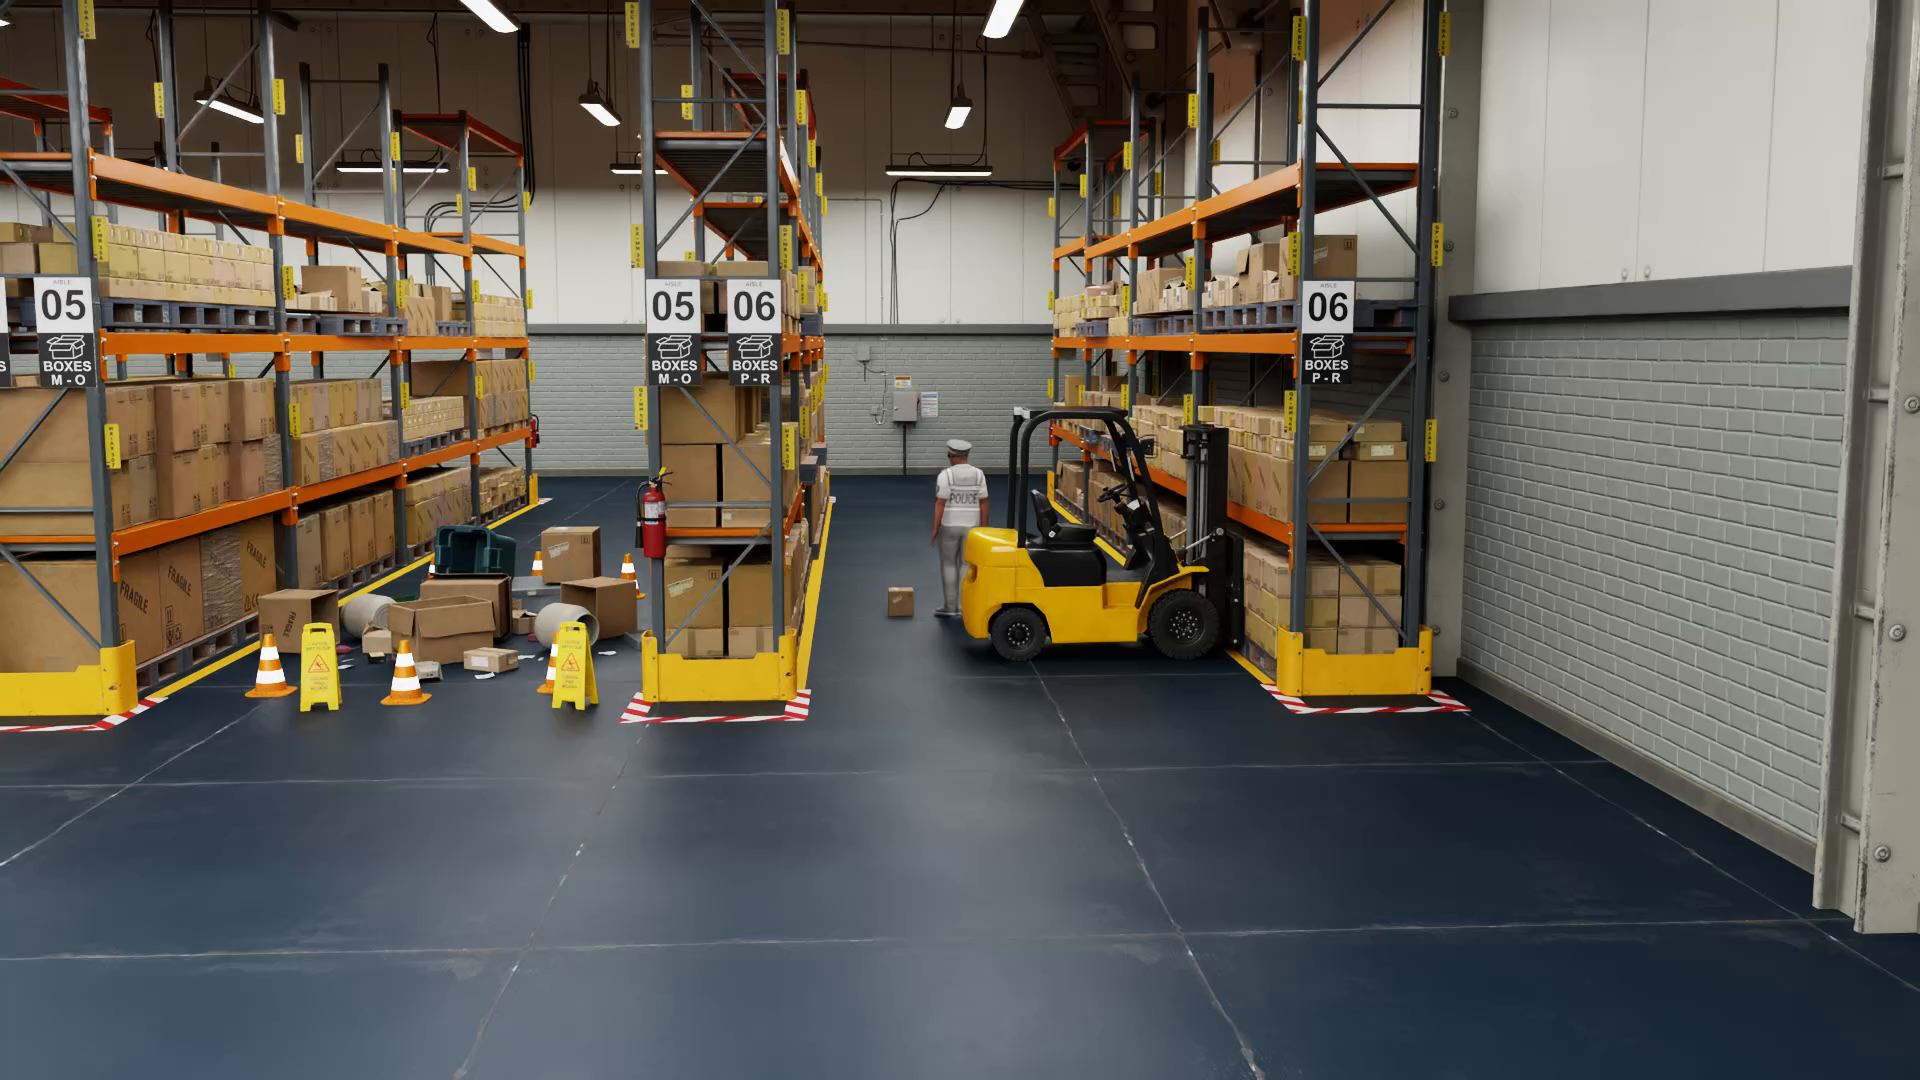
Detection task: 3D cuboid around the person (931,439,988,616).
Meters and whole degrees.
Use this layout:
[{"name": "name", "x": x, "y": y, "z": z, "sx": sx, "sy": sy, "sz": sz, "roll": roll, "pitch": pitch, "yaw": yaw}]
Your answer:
[{"name": "person", "x": -0.016, "y": -0.121, "z": 16.568, "sx": 0.611, "sy": 1.764, "sz": 0.396, "roll": -2, "pitch": 7, "yaw": -16}]
